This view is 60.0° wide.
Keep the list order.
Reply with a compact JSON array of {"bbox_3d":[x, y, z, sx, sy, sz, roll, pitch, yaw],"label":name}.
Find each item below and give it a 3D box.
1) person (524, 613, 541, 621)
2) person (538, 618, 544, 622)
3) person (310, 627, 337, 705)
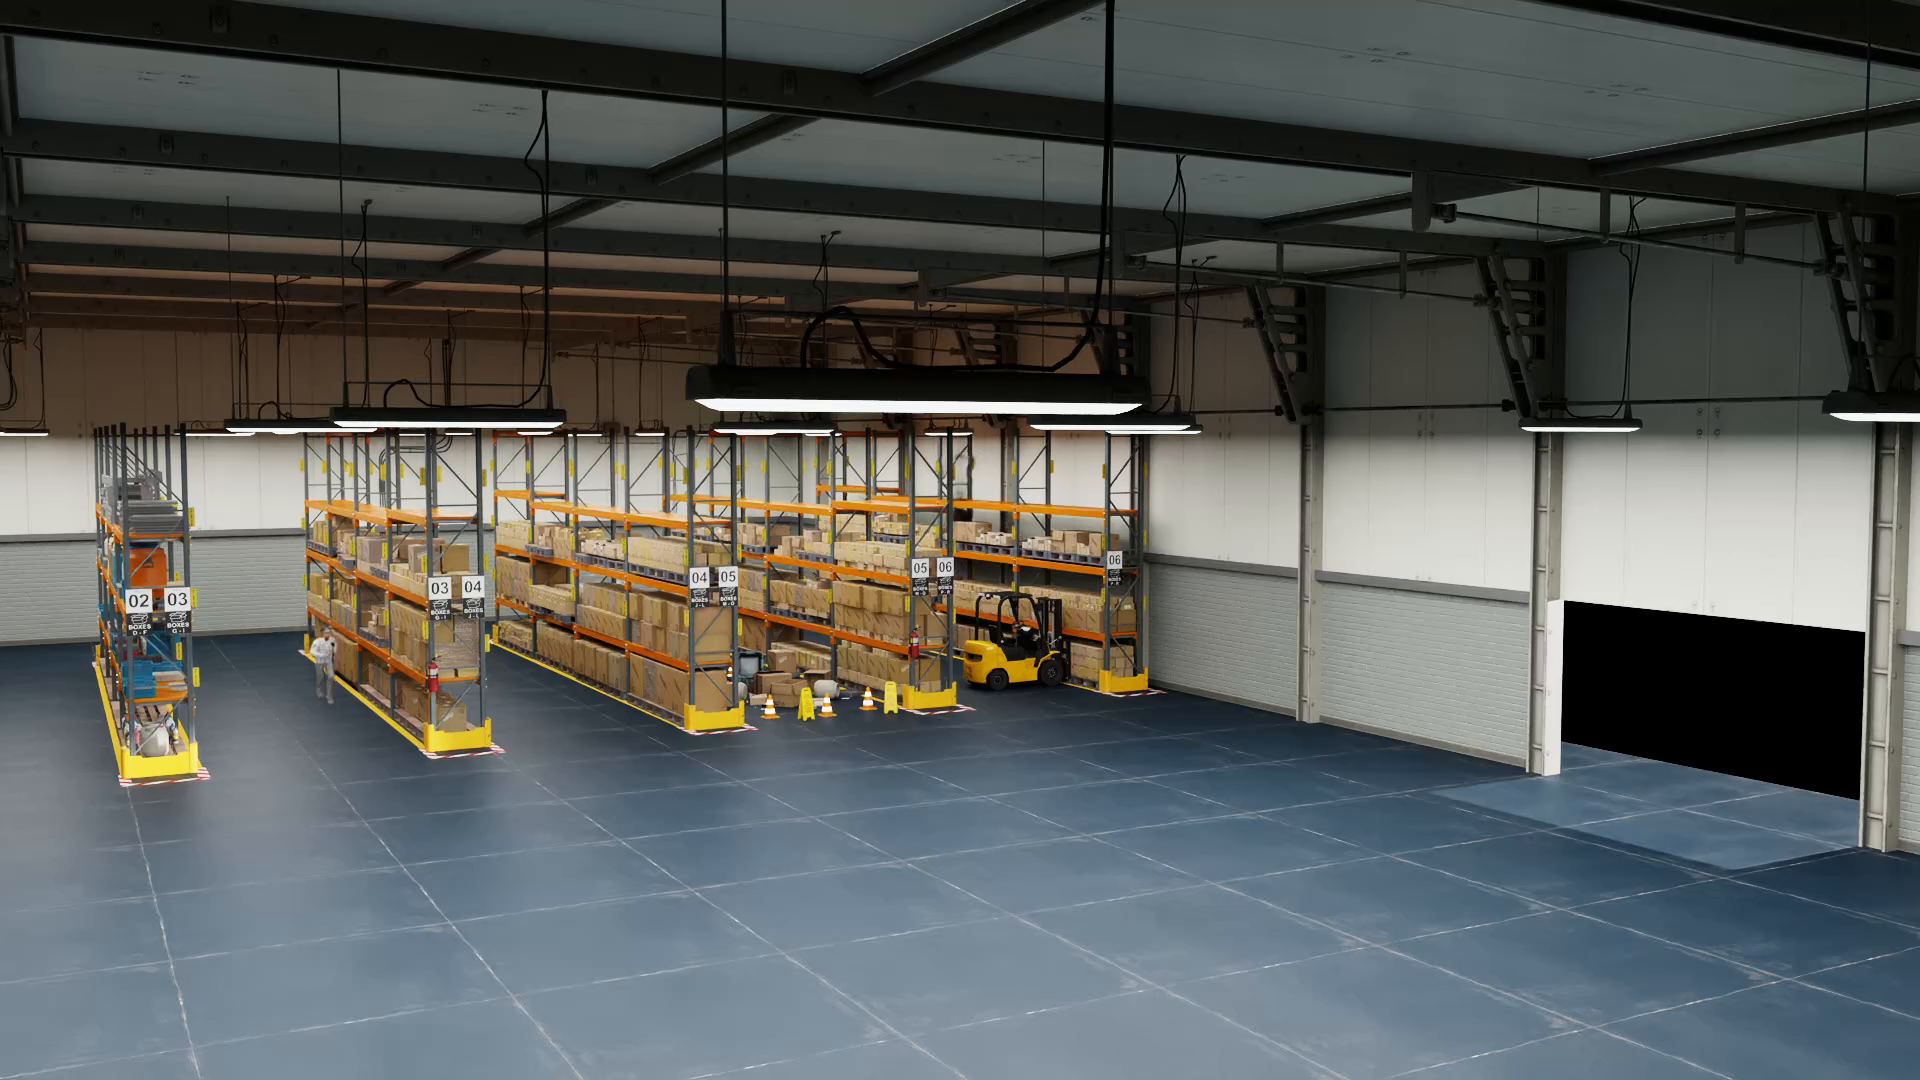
[{"bbox_3d":[-12.506,1.943,48.508,0.623,1.687,0.729,0,3,8],"label":"person"},{"bbox_3d":[-12.274,1.930,49.361,0.608,1.665,1.061,3,4,36],"label":"person"},{"bbox_3d":[-13.865,2.707,36.231,0.613,1.693,1.018,-2,4,-33],"label":"person"}]
